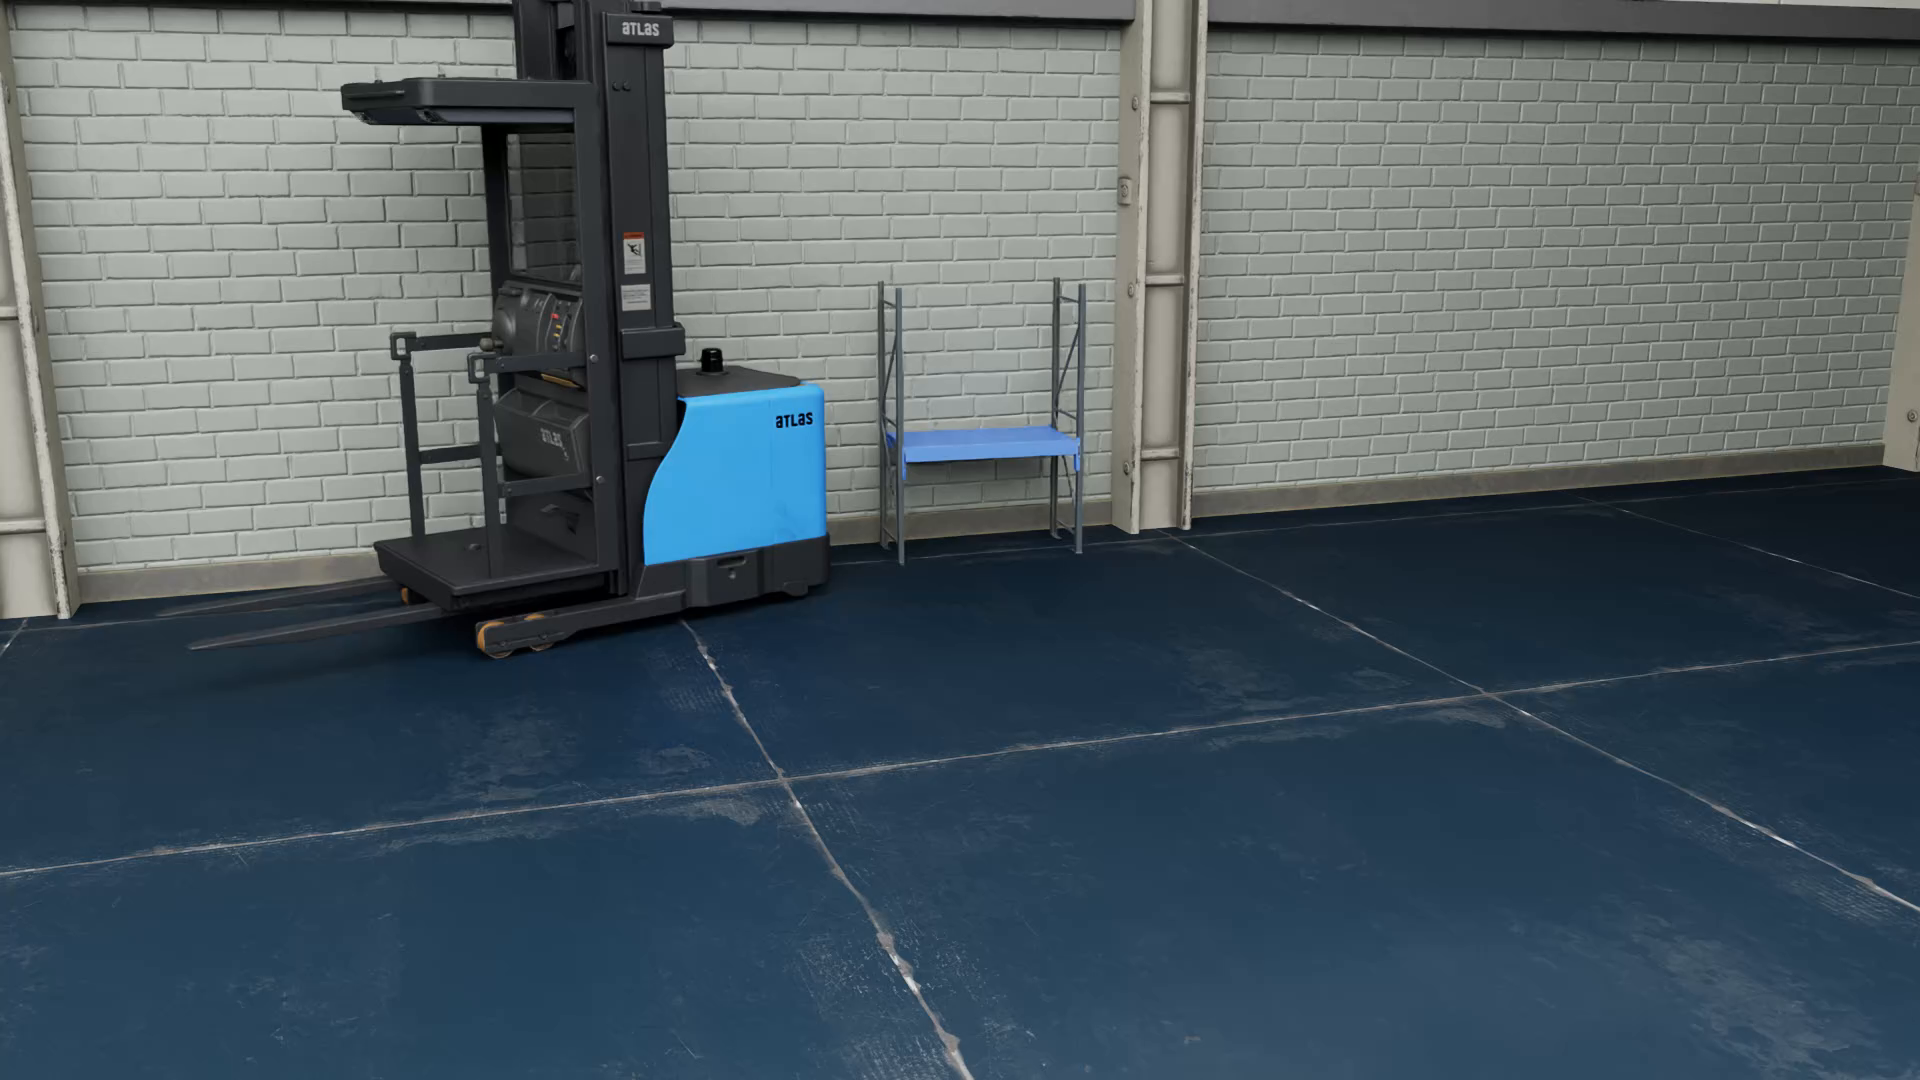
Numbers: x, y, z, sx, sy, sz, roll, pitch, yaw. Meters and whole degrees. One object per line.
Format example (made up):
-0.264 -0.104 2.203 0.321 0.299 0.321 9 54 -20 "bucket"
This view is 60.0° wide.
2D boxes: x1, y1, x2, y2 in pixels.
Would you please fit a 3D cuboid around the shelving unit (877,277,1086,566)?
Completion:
0.113 -0.675 9.241 1.048 1.500 0.538 -3 14 -14 "shelving unit"

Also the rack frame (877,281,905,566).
-0.379 -0.646 9.116 0.032 1.500 0.500 -3 14 -14 "rack frame"

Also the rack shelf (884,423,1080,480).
0.113 -0.500 9.282 1.000 0.185 0.538 -3 14 -14 "rack shelf"

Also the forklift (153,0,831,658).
-2.143 -1.035 7.660 3.031 2.935 1.130 -10 17 -36 "forklift"

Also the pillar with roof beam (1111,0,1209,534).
2.517 -3.518 4.985 0.400 9.000 9.100 -4 14 -18 "pillar with roof beam"

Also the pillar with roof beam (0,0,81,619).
-3.170 -3.075 3.123 0.400 9.000 9.100 -4 14 -18 "pillar with roof beam"

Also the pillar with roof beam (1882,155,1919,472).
8.204 -3.960 6.847 0.400 9.000 9.100 -4 14 -18 "pillar with roof beam"

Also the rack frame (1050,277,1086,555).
0.605 -0.705 9.366 0.032 1.500 0.500 -3 14 -14 "rack frame"
